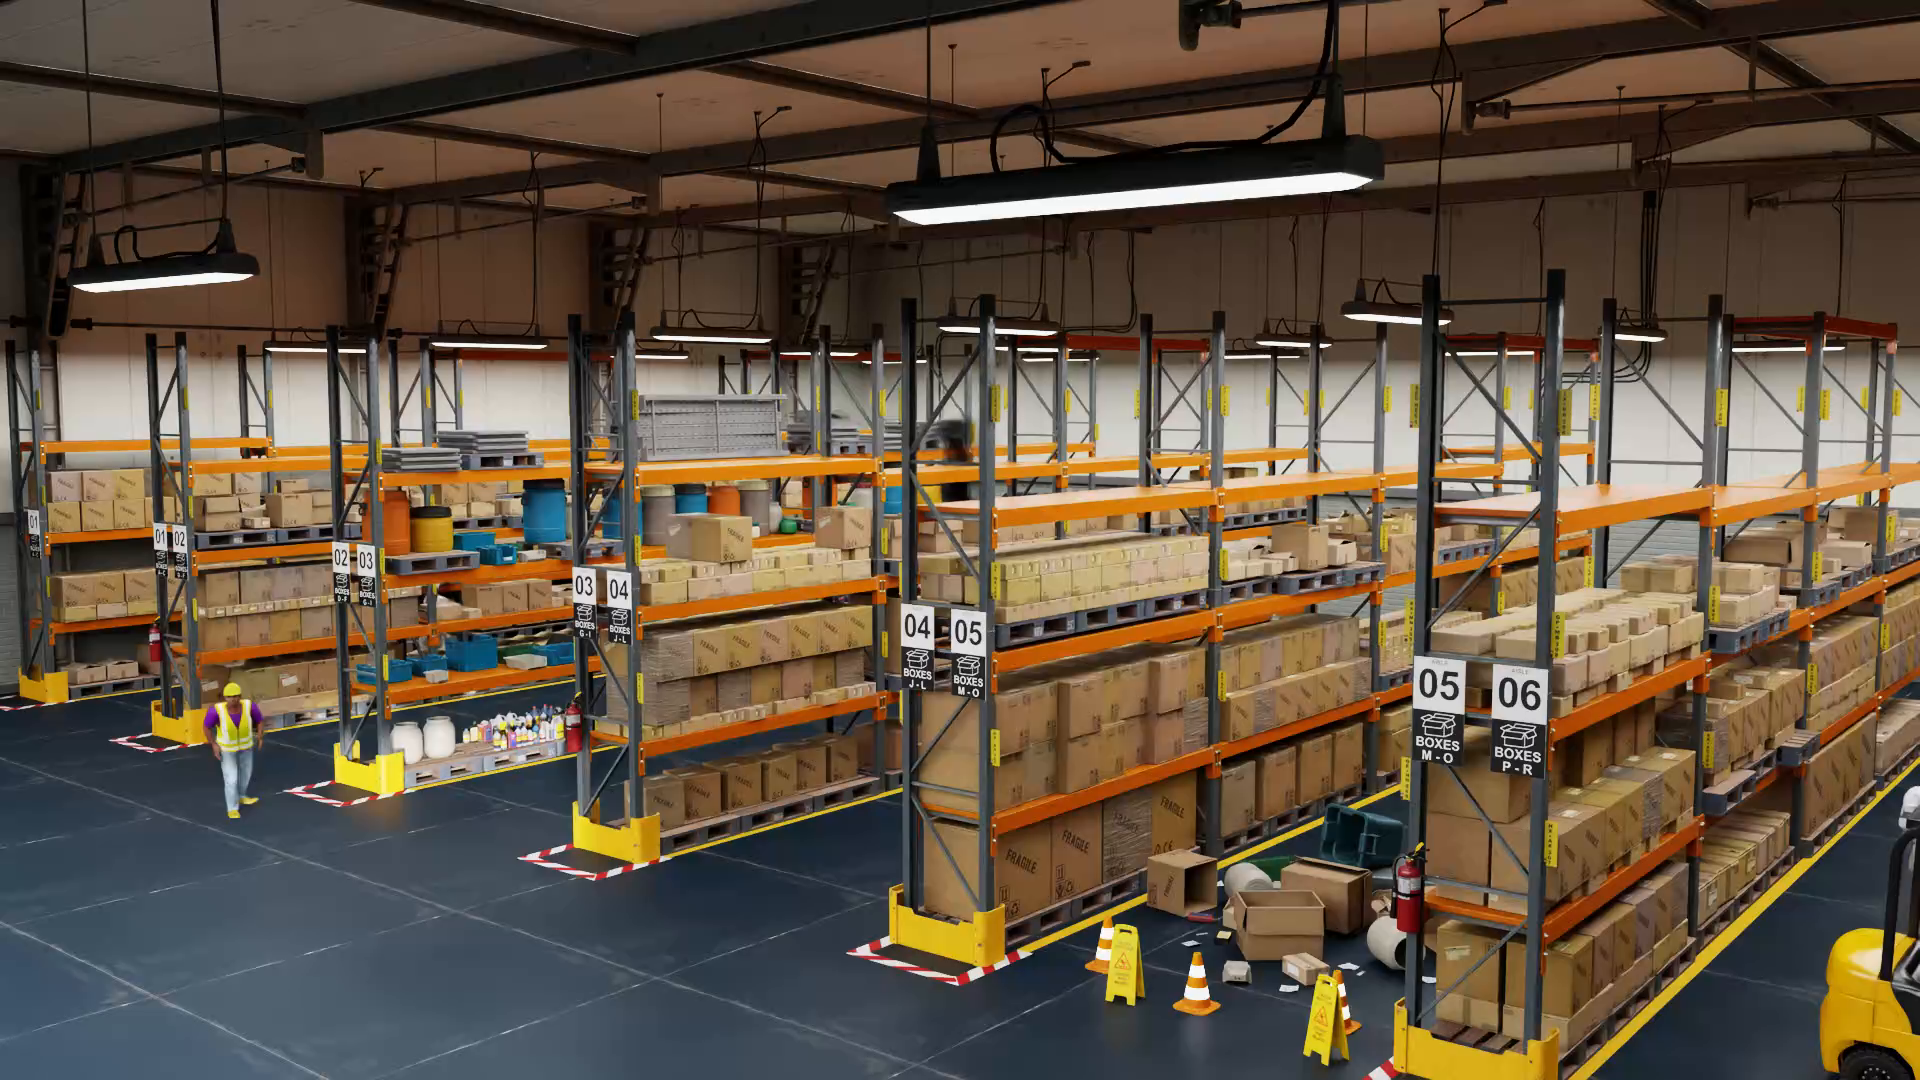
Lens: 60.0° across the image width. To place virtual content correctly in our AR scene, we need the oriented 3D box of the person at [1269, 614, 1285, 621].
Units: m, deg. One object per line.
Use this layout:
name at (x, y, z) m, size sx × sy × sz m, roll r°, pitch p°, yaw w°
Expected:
person at (4.928, 1.993, 25.828) m, size 0.587 × 1.741 × 0.845 m, roll 4°, pitch 7°, yaw 38°

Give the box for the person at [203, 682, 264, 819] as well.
person at (-8.794, 2.521, 20.179) m, size 0.718 × 1.678 × 0.884 m, roll -5°, pitch 7°, yaw -44°

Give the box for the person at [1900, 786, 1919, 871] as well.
person at (9.298, 2.975, 15.719) m, size 0.730 × 1.585 × 0.955 m, roll 2°, pitch 6°, yaw 24°

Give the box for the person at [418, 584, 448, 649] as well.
person at (-9.438, 1.604, 29.949) m, size 0.630 × 1.783 × 0.835 m, roll 3°, pitch 6°, yaw 30°
